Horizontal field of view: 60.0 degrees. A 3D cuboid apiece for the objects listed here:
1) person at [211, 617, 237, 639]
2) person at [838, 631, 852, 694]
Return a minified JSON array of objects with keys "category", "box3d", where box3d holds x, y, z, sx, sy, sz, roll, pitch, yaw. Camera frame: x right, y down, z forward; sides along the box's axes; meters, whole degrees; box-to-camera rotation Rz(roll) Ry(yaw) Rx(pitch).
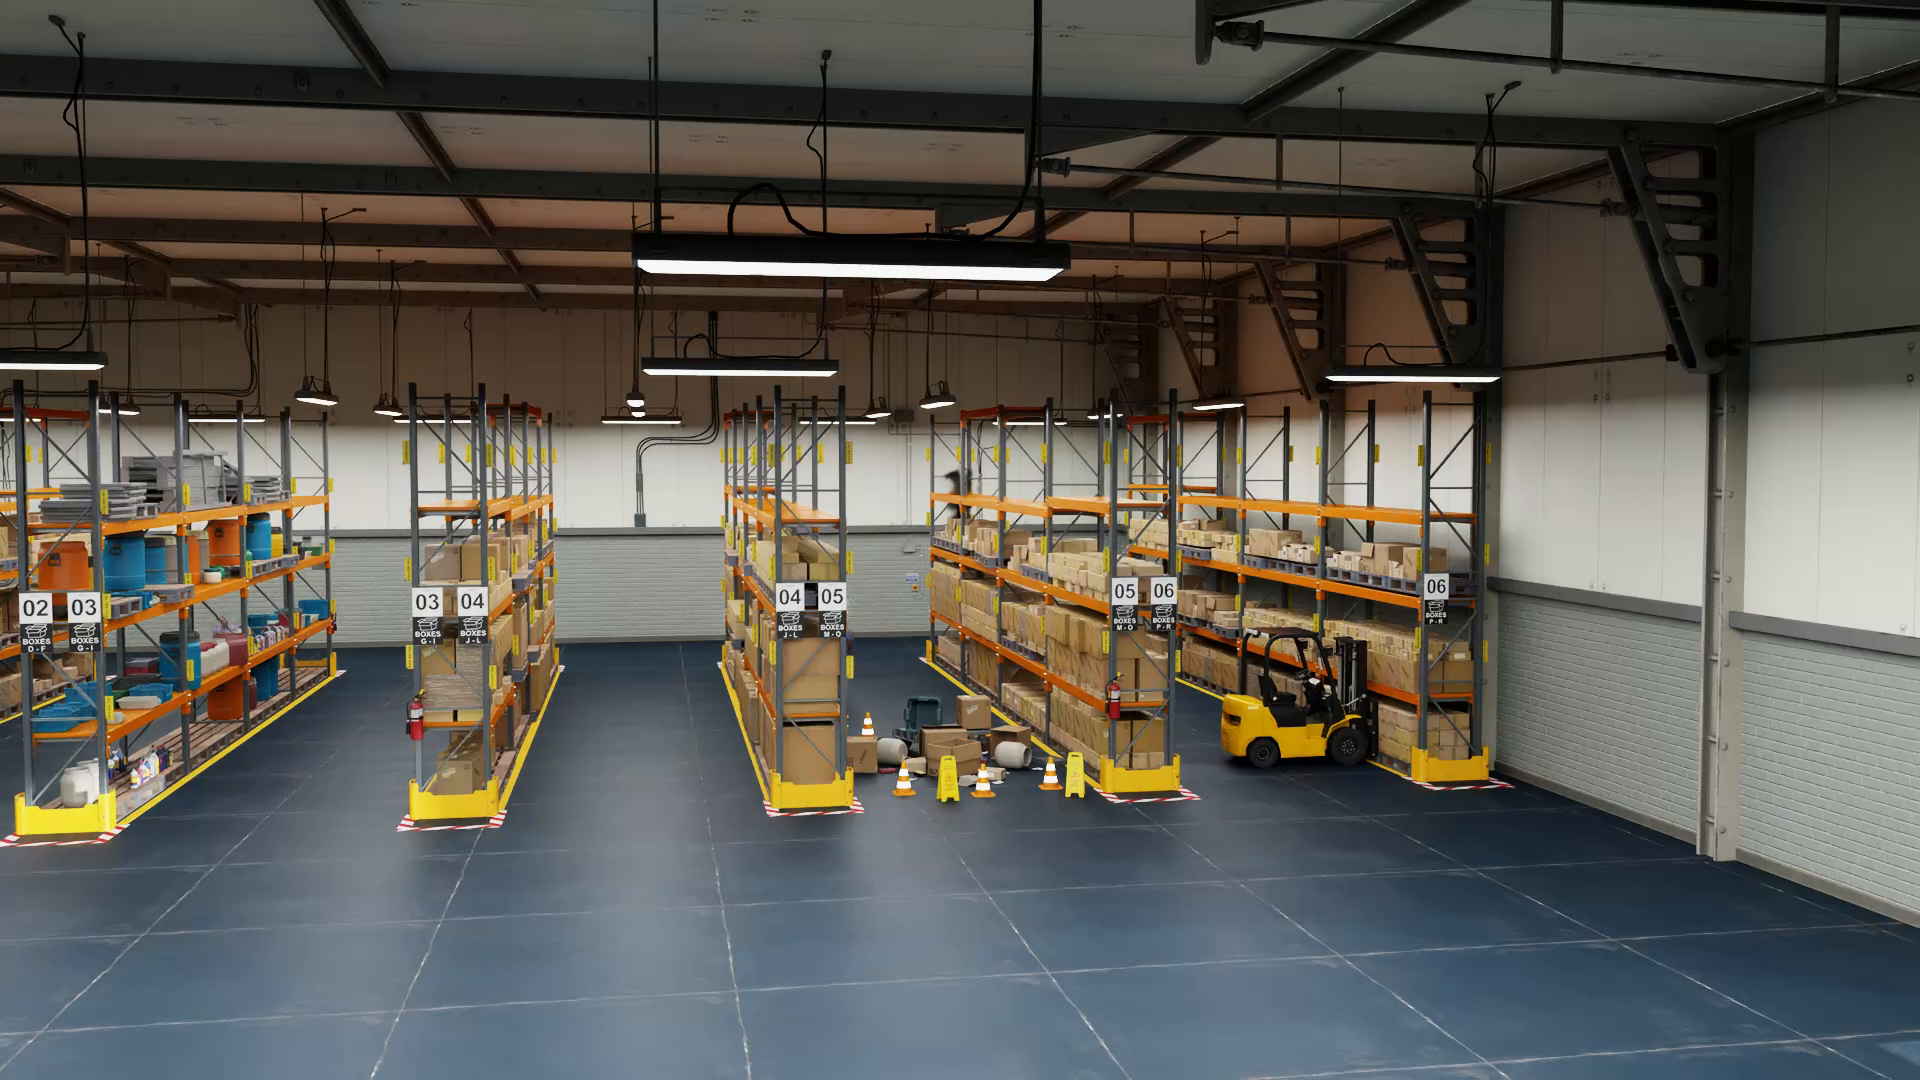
[{"category":"person","box3d":[-16.145,2.408,36.611,0.642,1.487,0.833,-2,3,-30]},{"category":"person","box3d":[-2.534,2.424,34.459,0.572,1.634,0.839,0,3,-6]}]
